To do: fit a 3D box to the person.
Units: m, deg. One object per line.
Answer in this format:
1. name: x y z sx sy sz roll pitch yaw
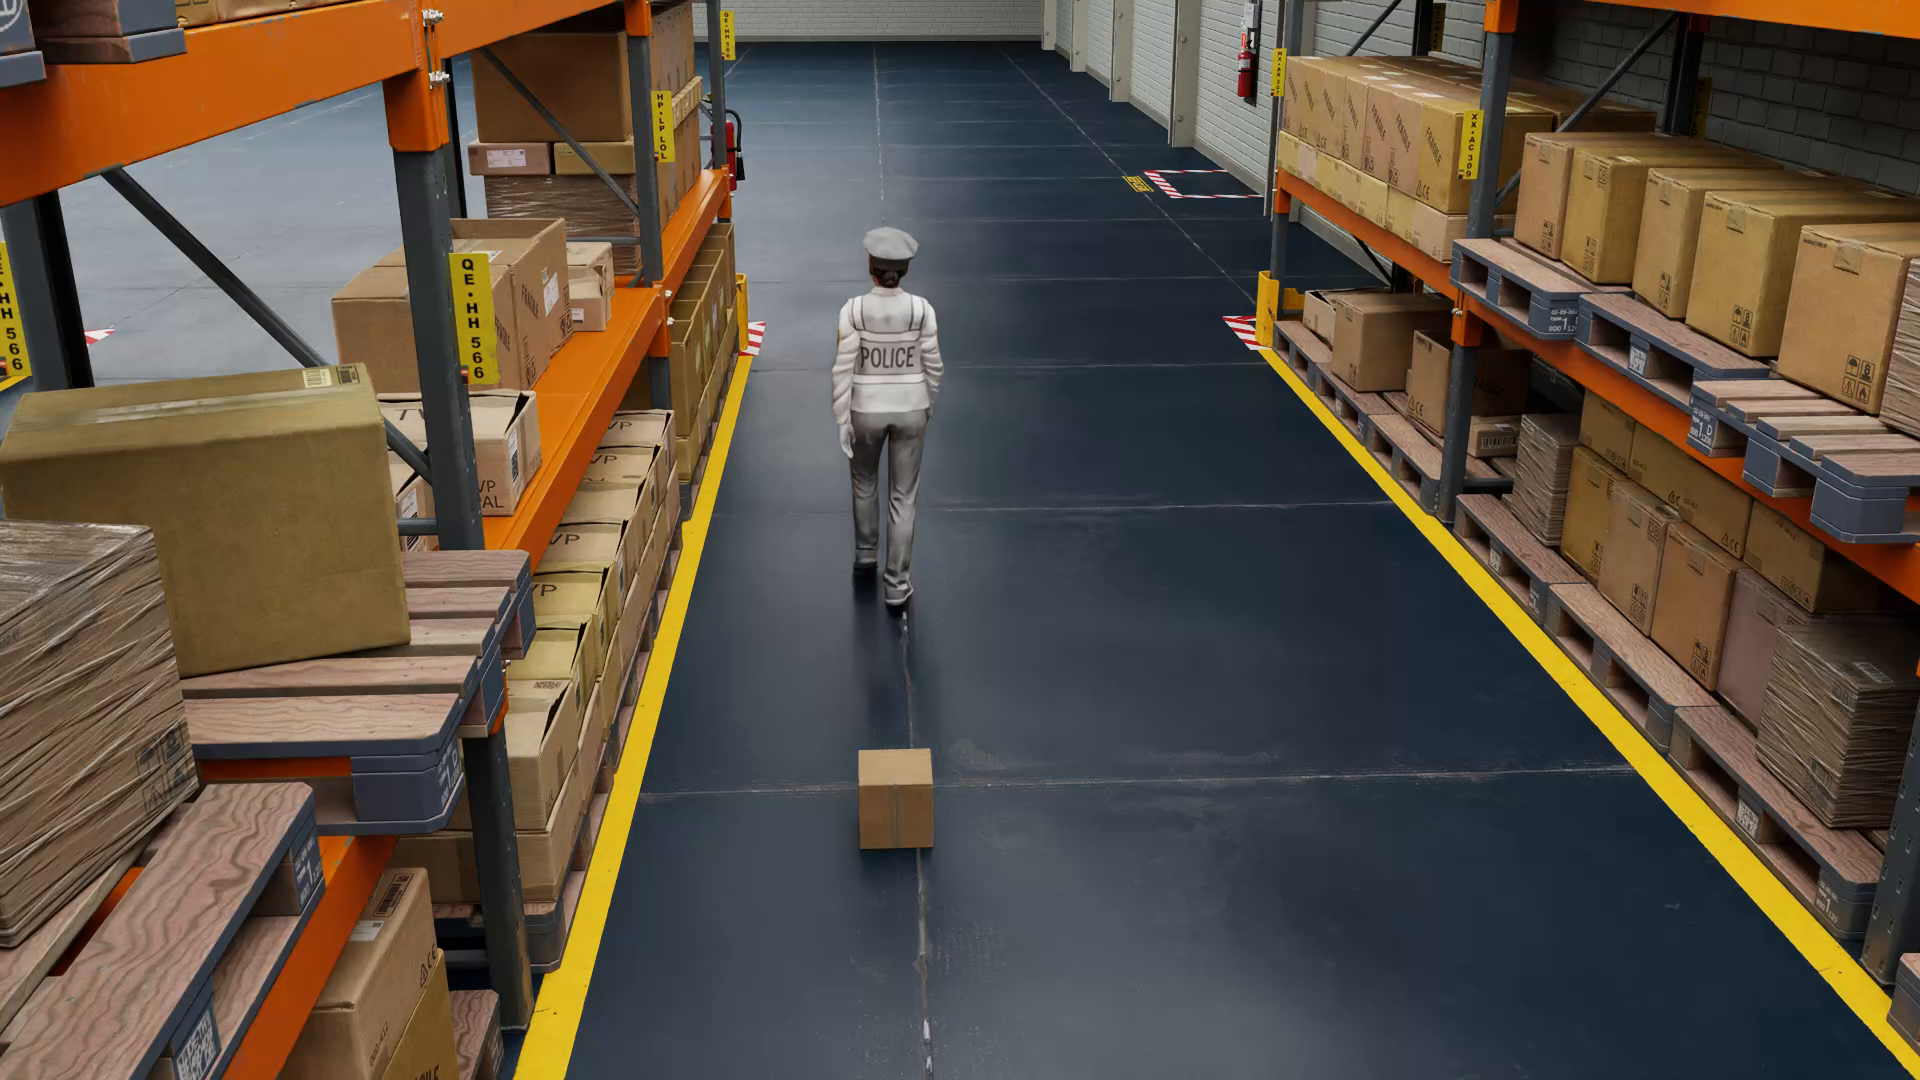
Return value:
1. person: -0.325 -0.556 7.551 0.500 1.722 0.726 -1 21 -2
